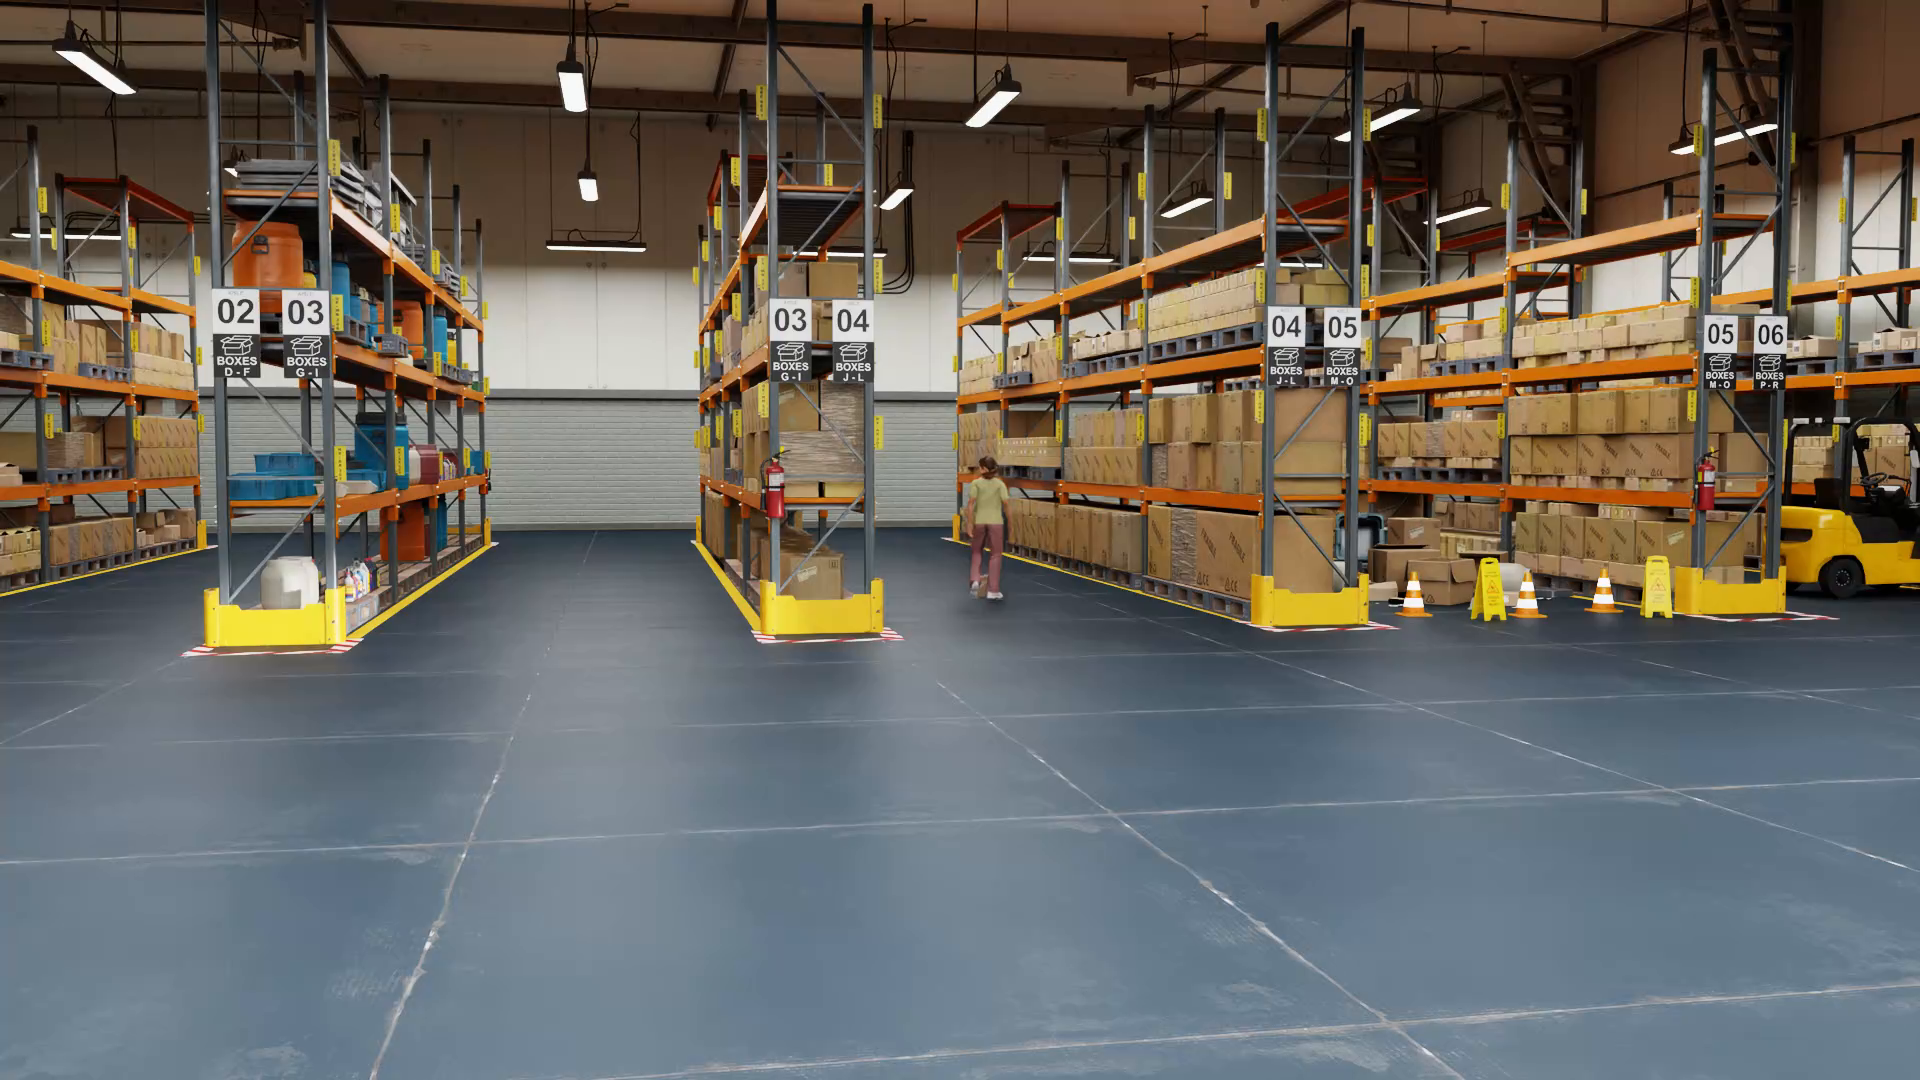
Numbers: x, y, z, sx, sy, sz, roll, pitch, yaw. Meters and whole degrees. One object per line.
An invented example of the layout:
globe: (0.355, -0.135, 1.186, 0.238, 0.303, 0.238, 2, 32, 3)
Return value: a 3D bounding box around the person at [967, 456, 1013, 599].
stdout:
person: (0.342, -0.143, 19.433, 0.510, 1.686, 0.402, 1, 3, 16)
